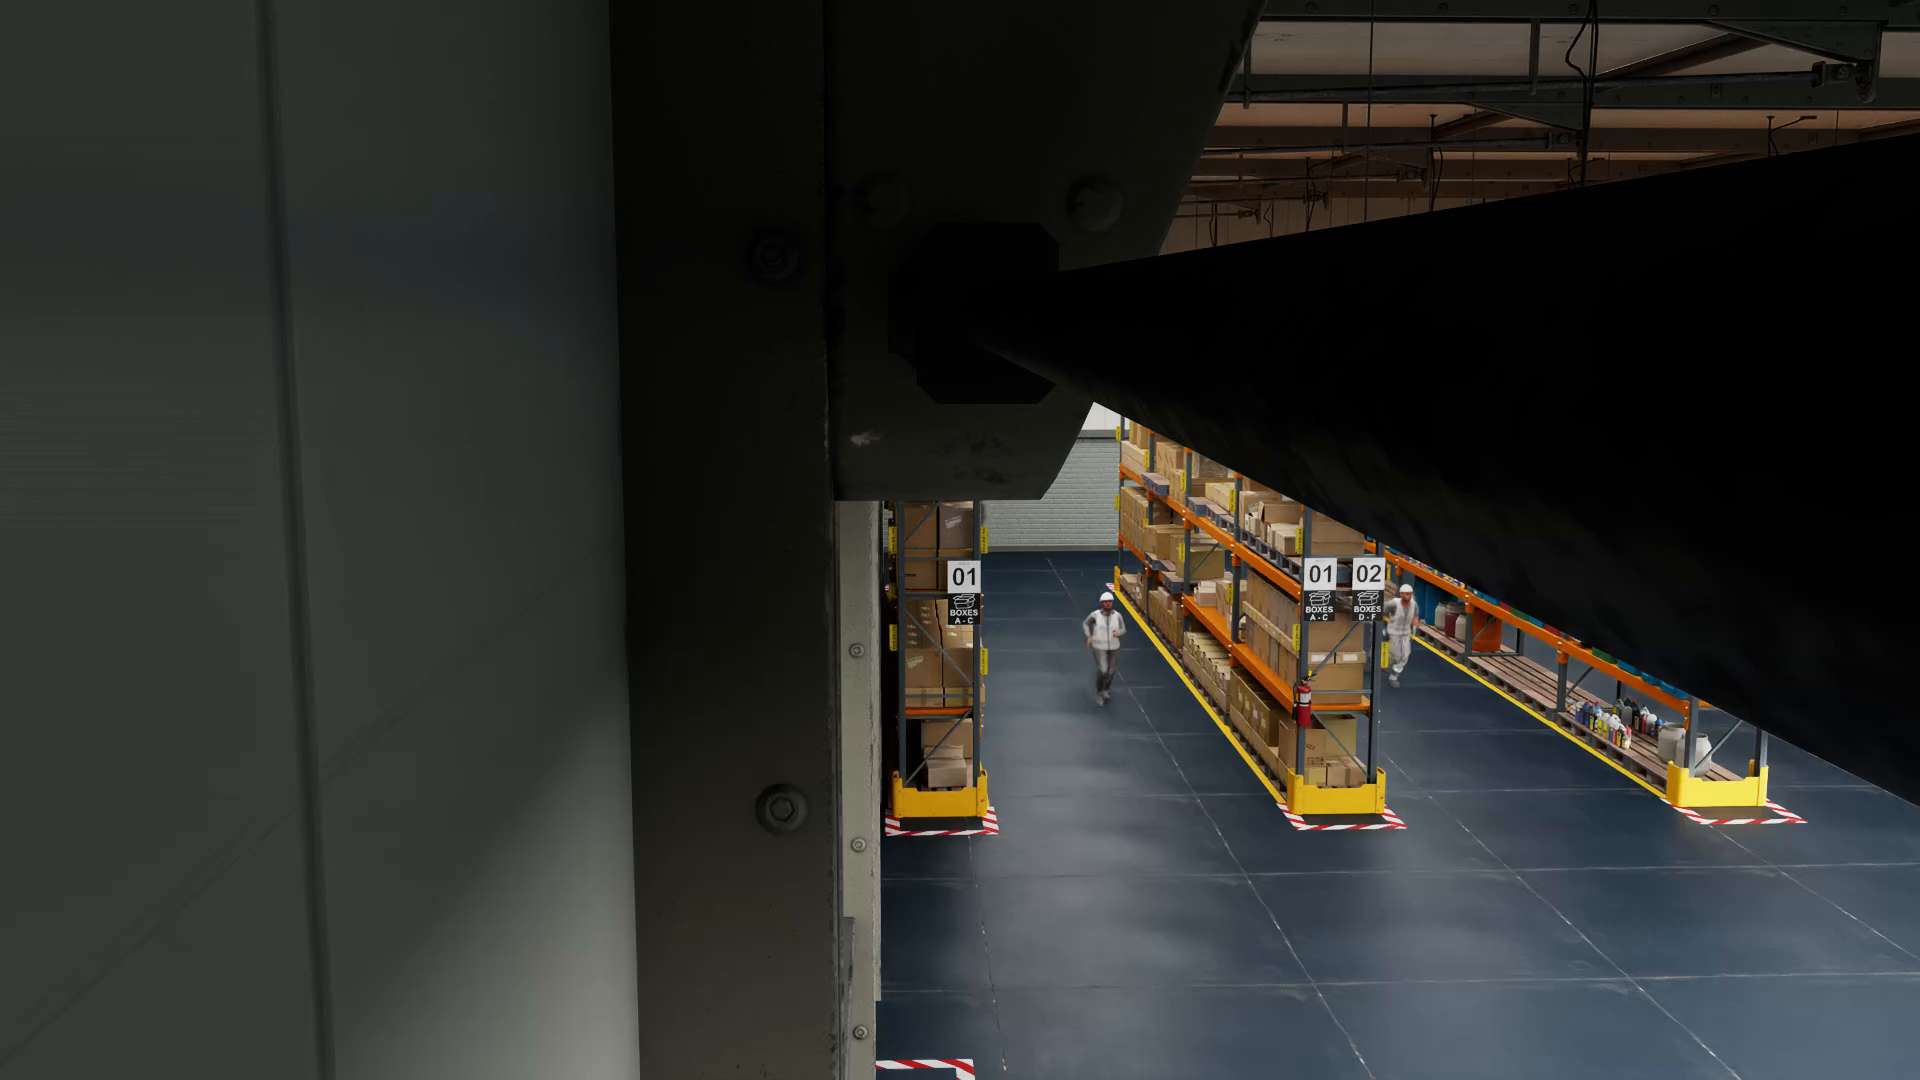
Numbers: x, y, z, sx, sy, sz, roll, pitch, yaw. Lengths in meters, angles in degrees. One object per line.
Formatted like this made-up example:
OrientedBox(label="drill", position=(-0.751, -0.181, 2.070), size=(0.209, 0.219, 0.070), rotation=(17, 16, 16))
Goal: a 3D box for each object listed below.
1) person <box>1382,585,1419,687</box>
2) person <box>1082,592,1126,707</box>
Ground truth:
OrientedBox(label="person", position=(7.229, 1.521, 27.432), size=(0.653, 1.659, 0.704), rotation=(-3, 9, -19))
OrientedBox(label="person", position=(2.290, 1.714, 26.101), size=(0.626, 1.799, 0.725), rotation=(-2, 8, -12))
